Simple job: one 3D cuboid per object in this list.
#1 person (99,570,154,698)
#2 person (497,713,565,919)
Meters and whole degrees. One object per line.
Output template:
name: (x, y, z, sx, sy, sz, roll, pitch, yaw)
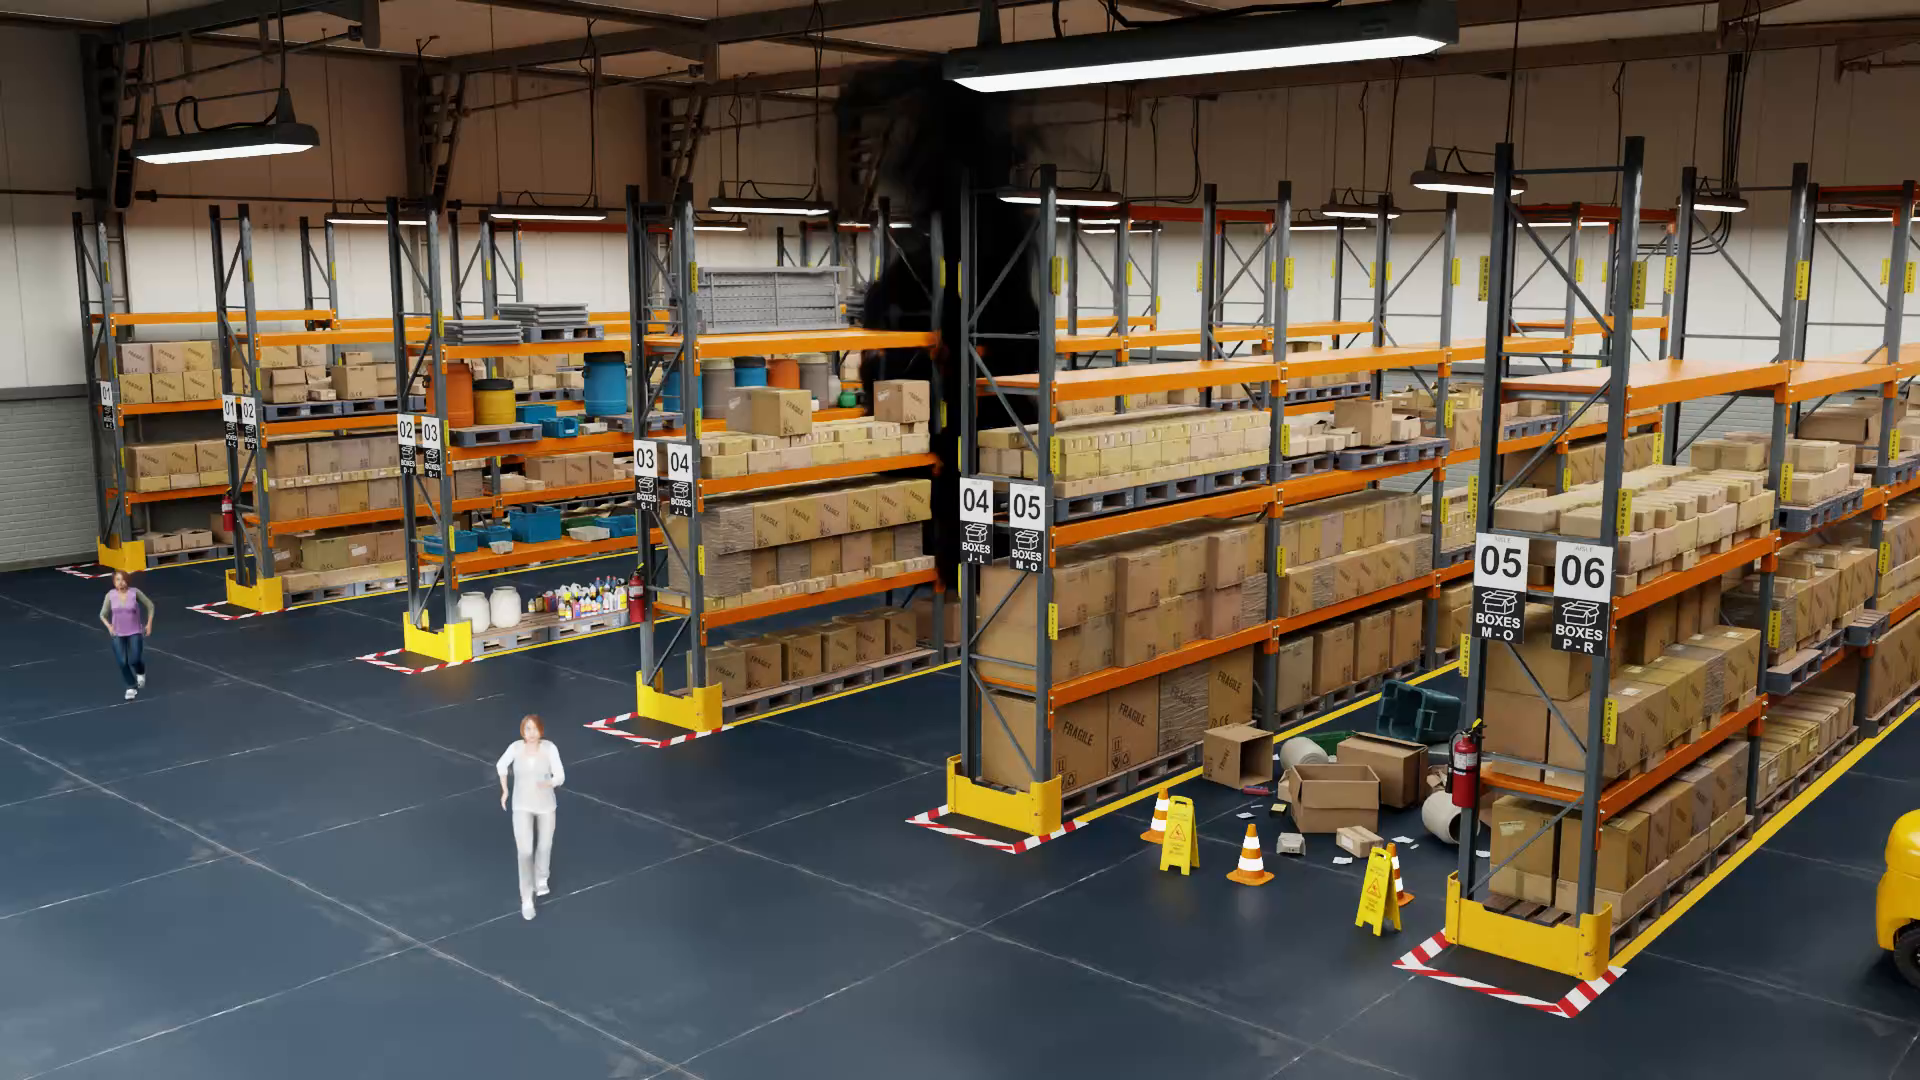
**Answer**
person: (-9.924, 1.135, 19.825, 0.571, 1.536, 0.567, -3, 10, -19)
person: (-3.422, 2.195, 13.333, 0.503, 1.624, 0.703, -3, 10, -18)
